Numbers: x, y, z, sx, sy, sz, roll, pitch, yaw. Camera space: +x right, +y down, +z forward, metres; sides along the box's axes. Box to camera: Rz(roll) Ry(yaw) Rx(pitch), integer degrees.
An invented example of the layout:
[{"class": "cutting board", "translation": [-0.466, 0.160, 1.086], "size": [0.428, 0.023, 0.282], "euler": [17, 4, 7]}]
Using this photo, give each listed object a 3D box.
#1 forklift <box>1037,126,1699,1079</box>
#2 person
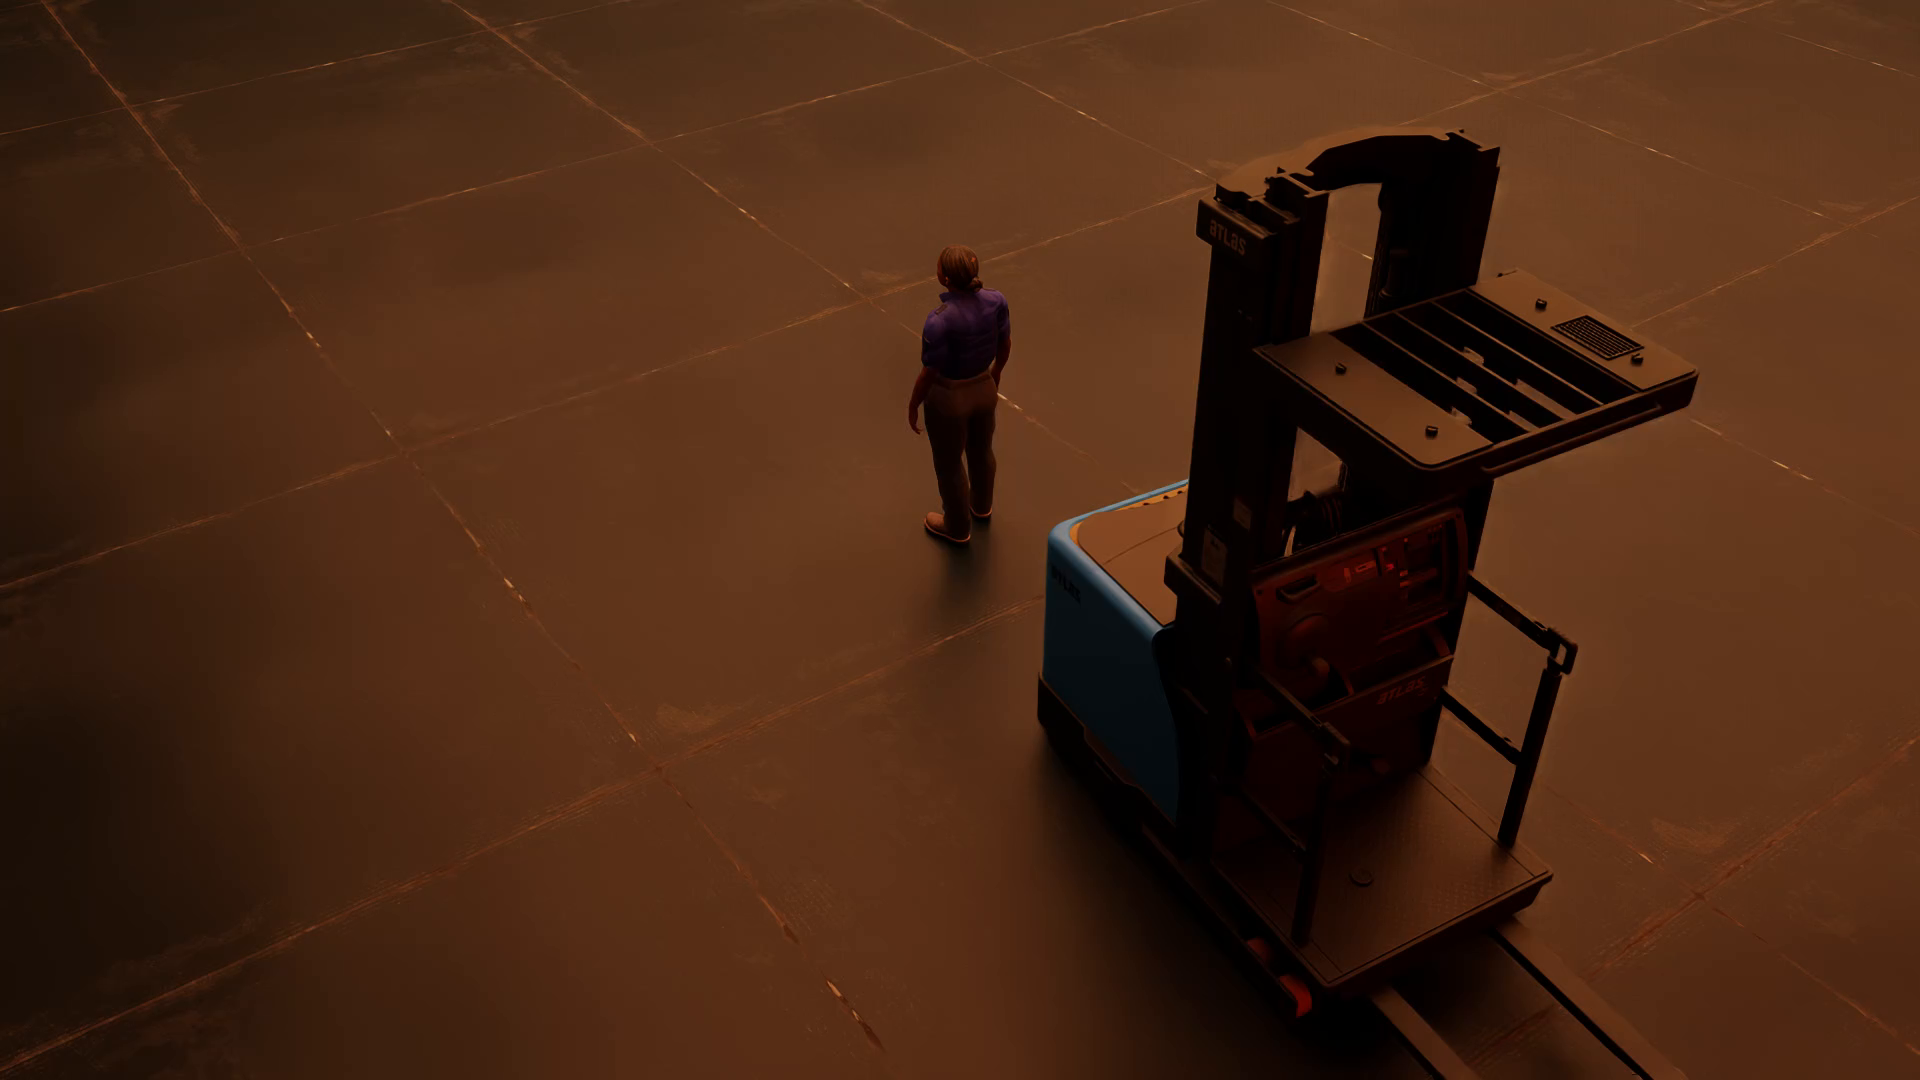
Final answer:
[{"class": "forklift", "translation": [1.499, 0.250, 5.606], "size": [1.130, 2.935, 3.031], "euler": [-19, 40, -23]}, {"class": "person", "translation": [-0.034, -0.720, 7.980], "size": [0.569, 1.654, 0.504], "euler": [-23, 42, -28]}]
